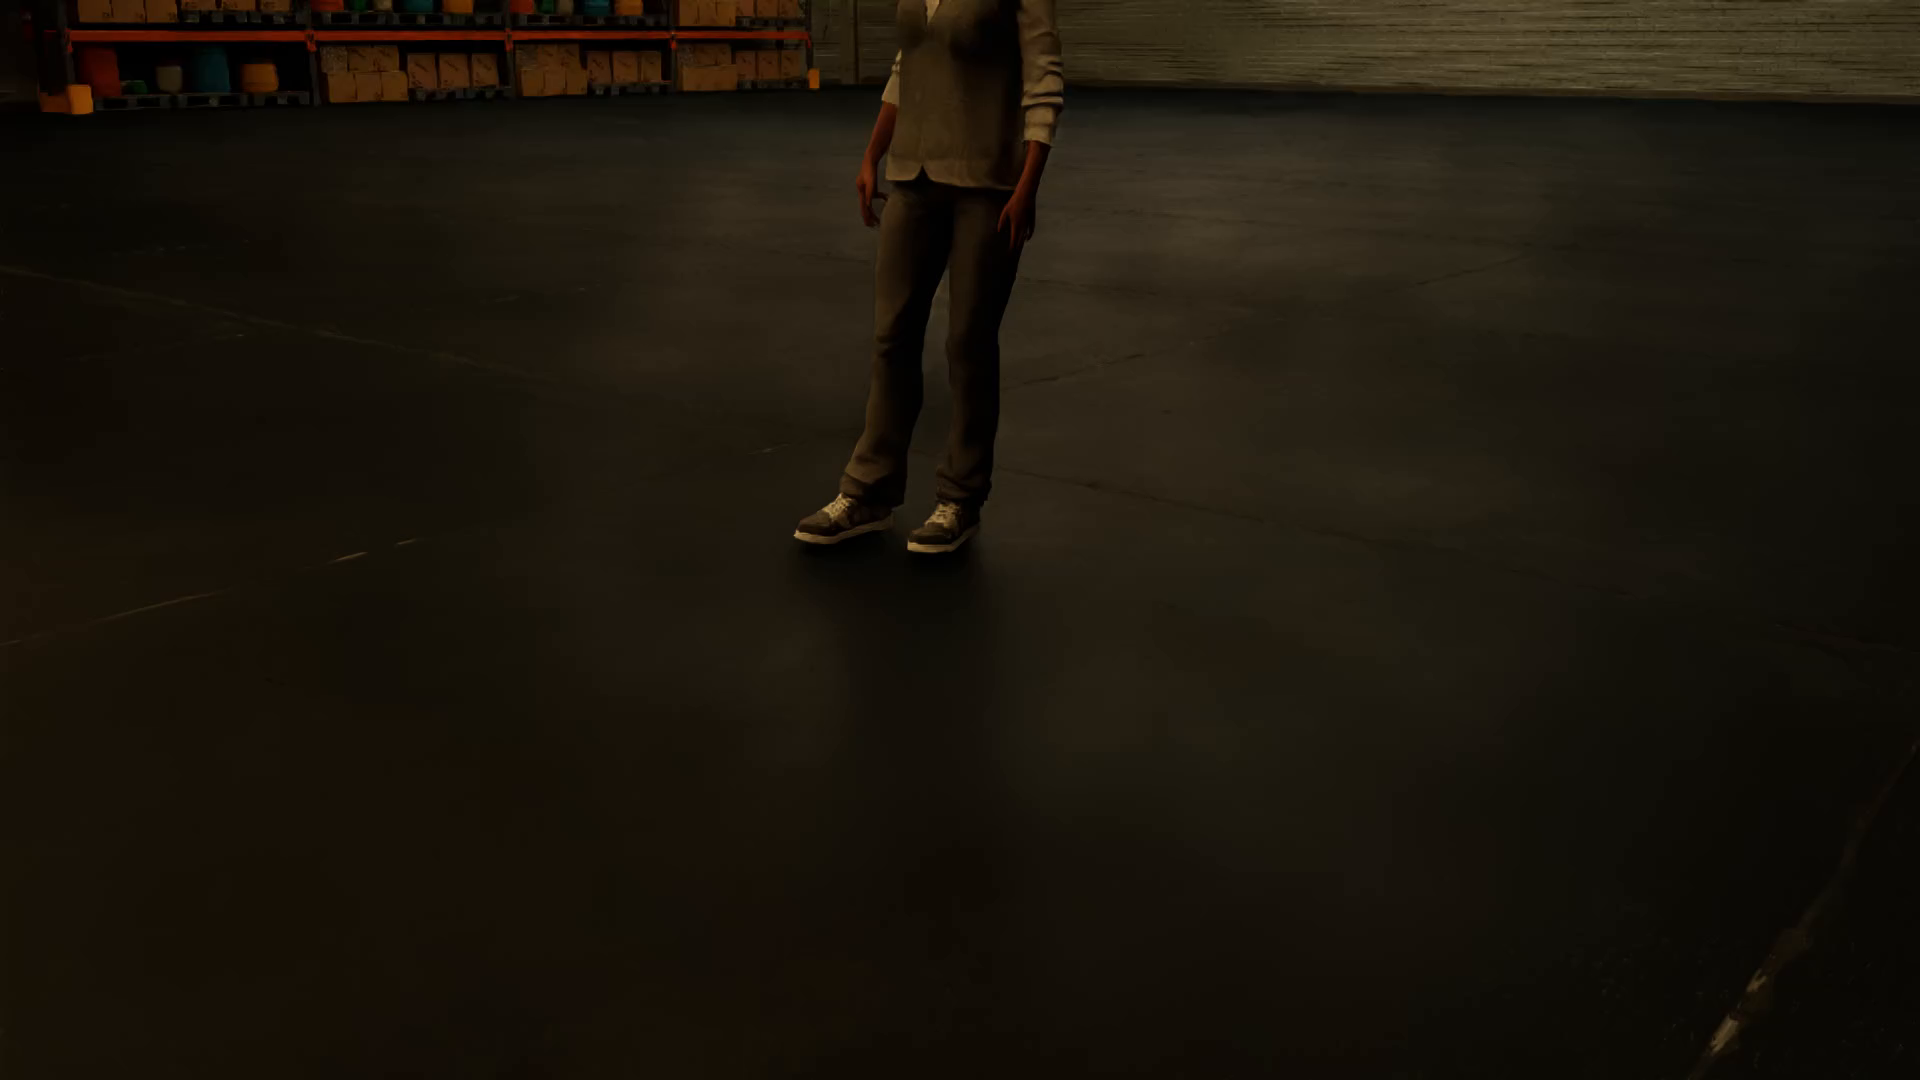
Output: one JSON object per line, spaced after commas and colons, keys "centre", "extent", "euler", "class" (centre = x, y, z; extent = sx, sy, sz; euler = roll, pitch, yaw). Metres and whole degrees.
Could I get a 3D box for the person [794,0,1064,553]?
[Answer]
{"centre": [-0.058, -0.755, 3.662], "extent": [0.521, 1.594, 0.474], "euler": [13, 21, 37], "class": "person"}
